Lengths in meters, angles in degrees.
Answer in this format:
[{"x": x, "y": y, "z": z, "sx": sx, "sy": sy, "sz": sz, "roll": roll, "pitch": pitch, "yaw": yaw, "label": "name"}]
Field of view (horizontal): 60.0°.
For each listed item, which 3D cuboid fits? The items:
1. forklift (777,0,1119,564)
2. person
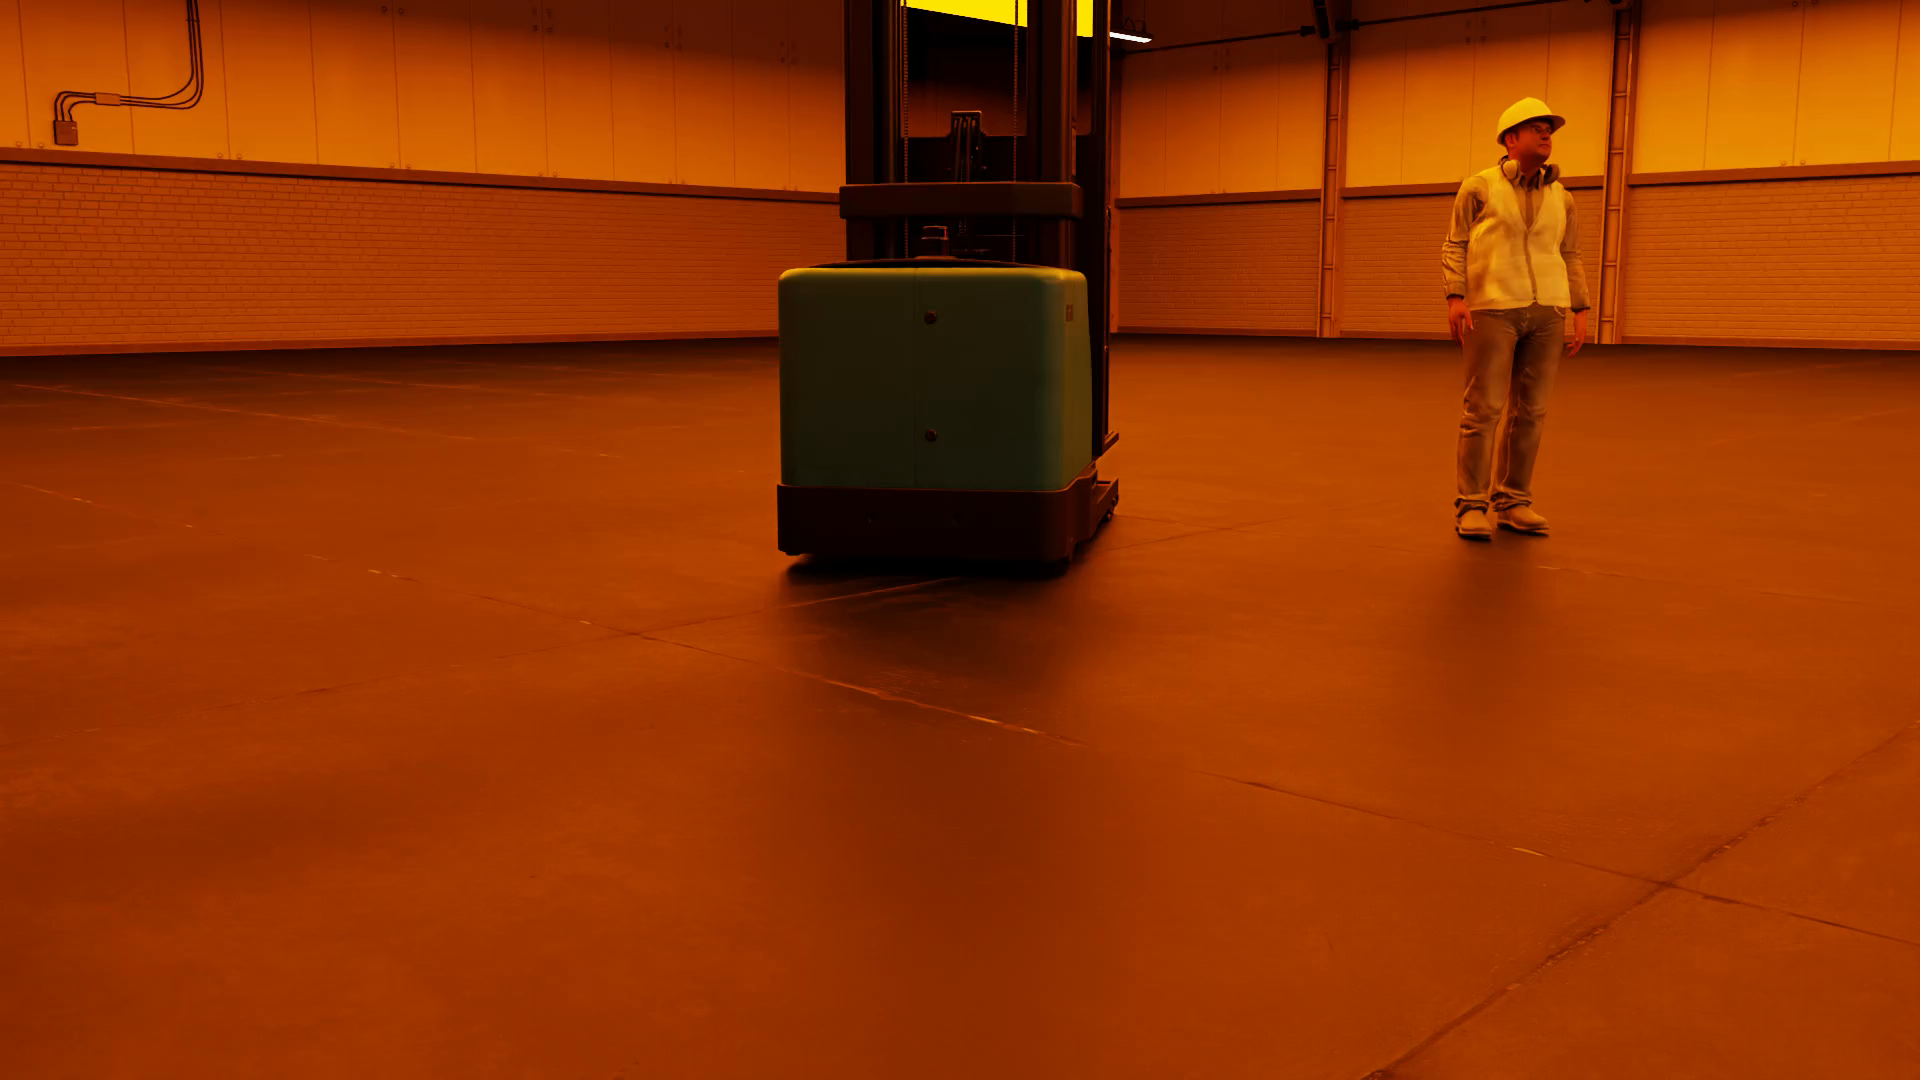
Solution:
[{"x": 0.112, "y": -1.541, "z": 7.107, "sx": 1.130, "sy": 2.935, "sz": 3.031, "roll": 2, "pitch": 9, "yaw": 10, "label": "forklift"}, {"x": 2.314, "y": -0.923, "z": 6.842, "sx": 0.630, "sy": 1.773, "sz": 0.570, "roll": -1, "pitch": 9, "yaw": -8, "label": "person"}]
